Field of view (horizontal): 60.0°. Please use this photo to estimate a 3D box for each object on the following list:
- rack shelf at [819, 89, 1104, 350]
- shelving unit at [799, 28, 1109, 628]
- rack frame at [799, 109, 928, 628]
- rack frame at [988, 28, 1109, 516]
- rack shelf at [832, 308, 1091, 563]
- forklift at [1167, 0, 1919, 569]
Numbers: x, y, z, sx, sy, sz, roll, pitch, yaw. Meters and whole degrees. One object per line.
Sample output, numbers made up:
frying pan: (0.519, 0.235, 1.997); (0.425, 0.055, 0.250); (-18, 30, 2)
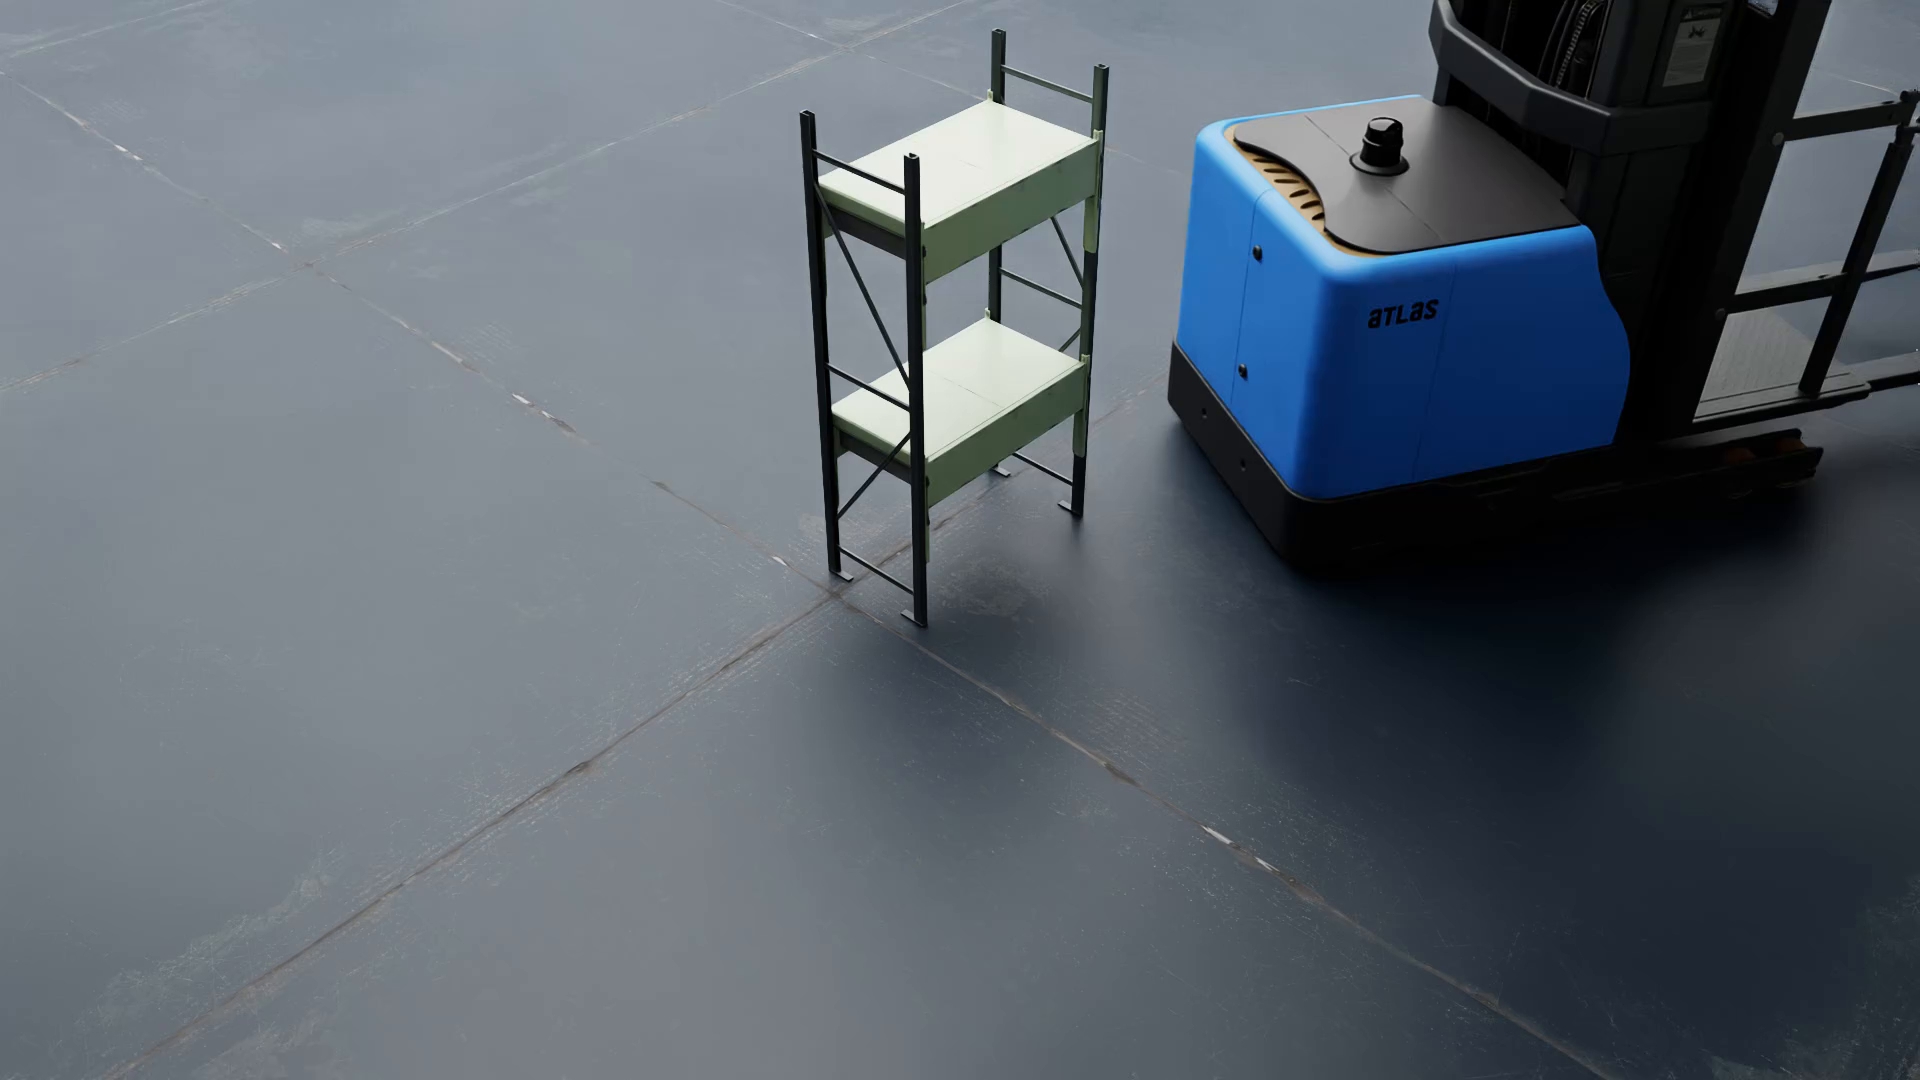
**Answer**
rack shelf: (-0.004, -0.889, 4.536); (0.431, 0.370, 0.720); (30, 47, 32)
shelving unit: (-0.004, -0.584, 4.779); (0.431, 1.500, 0.755); (30, 47, 32)
rack frame: (-0.251, -0.416, 4.568); (0.400, 1.500, 0.023); (30, 47, 32)
rack frame: (0.242, -0.752, 4.991); (0.400, 1.500, 0.023); (30, 47, 32)
rack shelf: (-0.004, -0.329, 4.982); (0.431, 0.370, 0.720); (30, 47, 32)
forklift: (2.291, -1.586, 4.889); (3.031, 2.935, 1.130); (-11, 40, -13)
